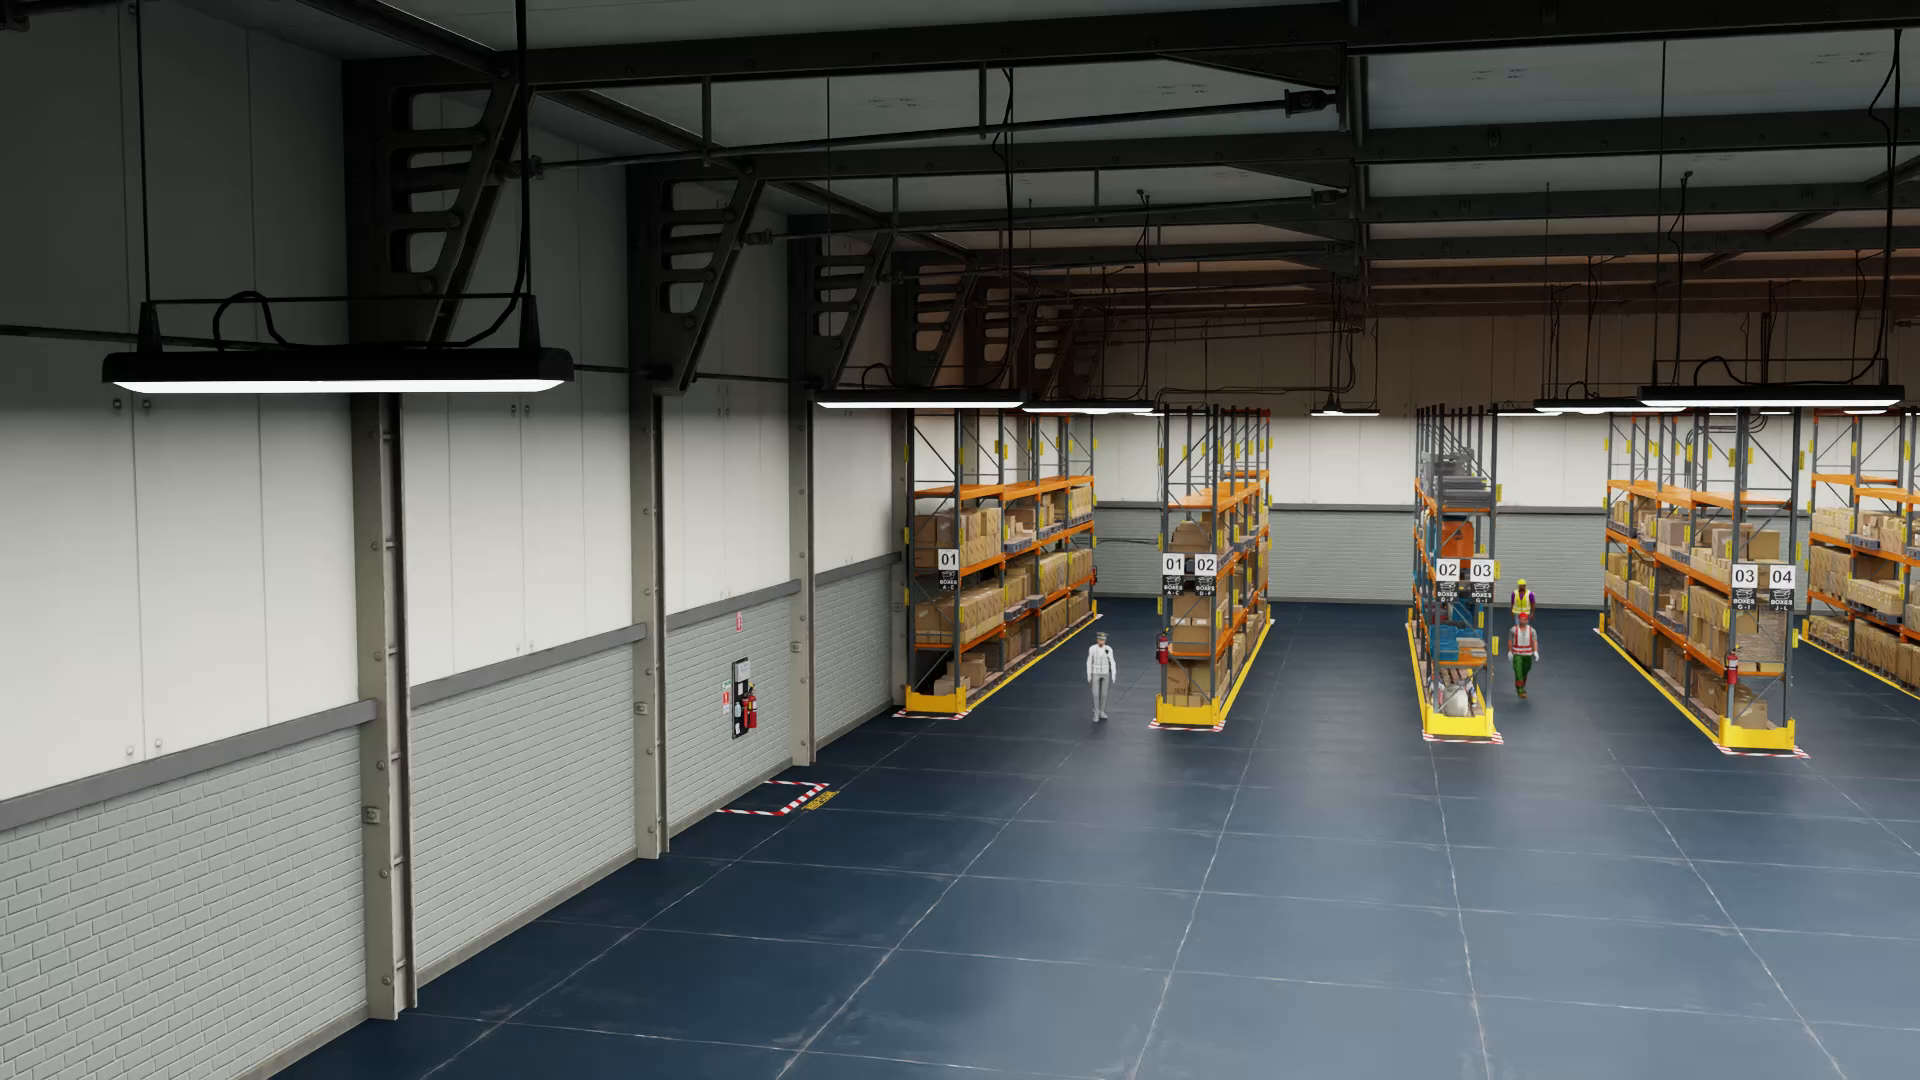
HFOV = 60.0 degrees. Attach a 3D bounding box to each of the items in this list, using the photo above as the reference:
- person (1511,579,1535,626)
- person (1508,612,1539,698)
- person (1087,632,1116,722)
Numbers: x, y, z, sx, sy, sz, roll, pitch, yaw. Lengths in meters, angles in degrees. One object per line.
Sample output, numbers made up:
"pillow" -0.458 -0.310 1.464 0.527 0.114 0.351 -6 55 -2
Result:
"person" 14.077 1.830 41.598 0.551 1.724 0.979 1 4 11
"person" 11.547 2.349 34.051 0.543 1.735 1.019 1 4 7
"person" 2.689 2.613 31.634 0.533 1.736 0.452 0 4 -4
